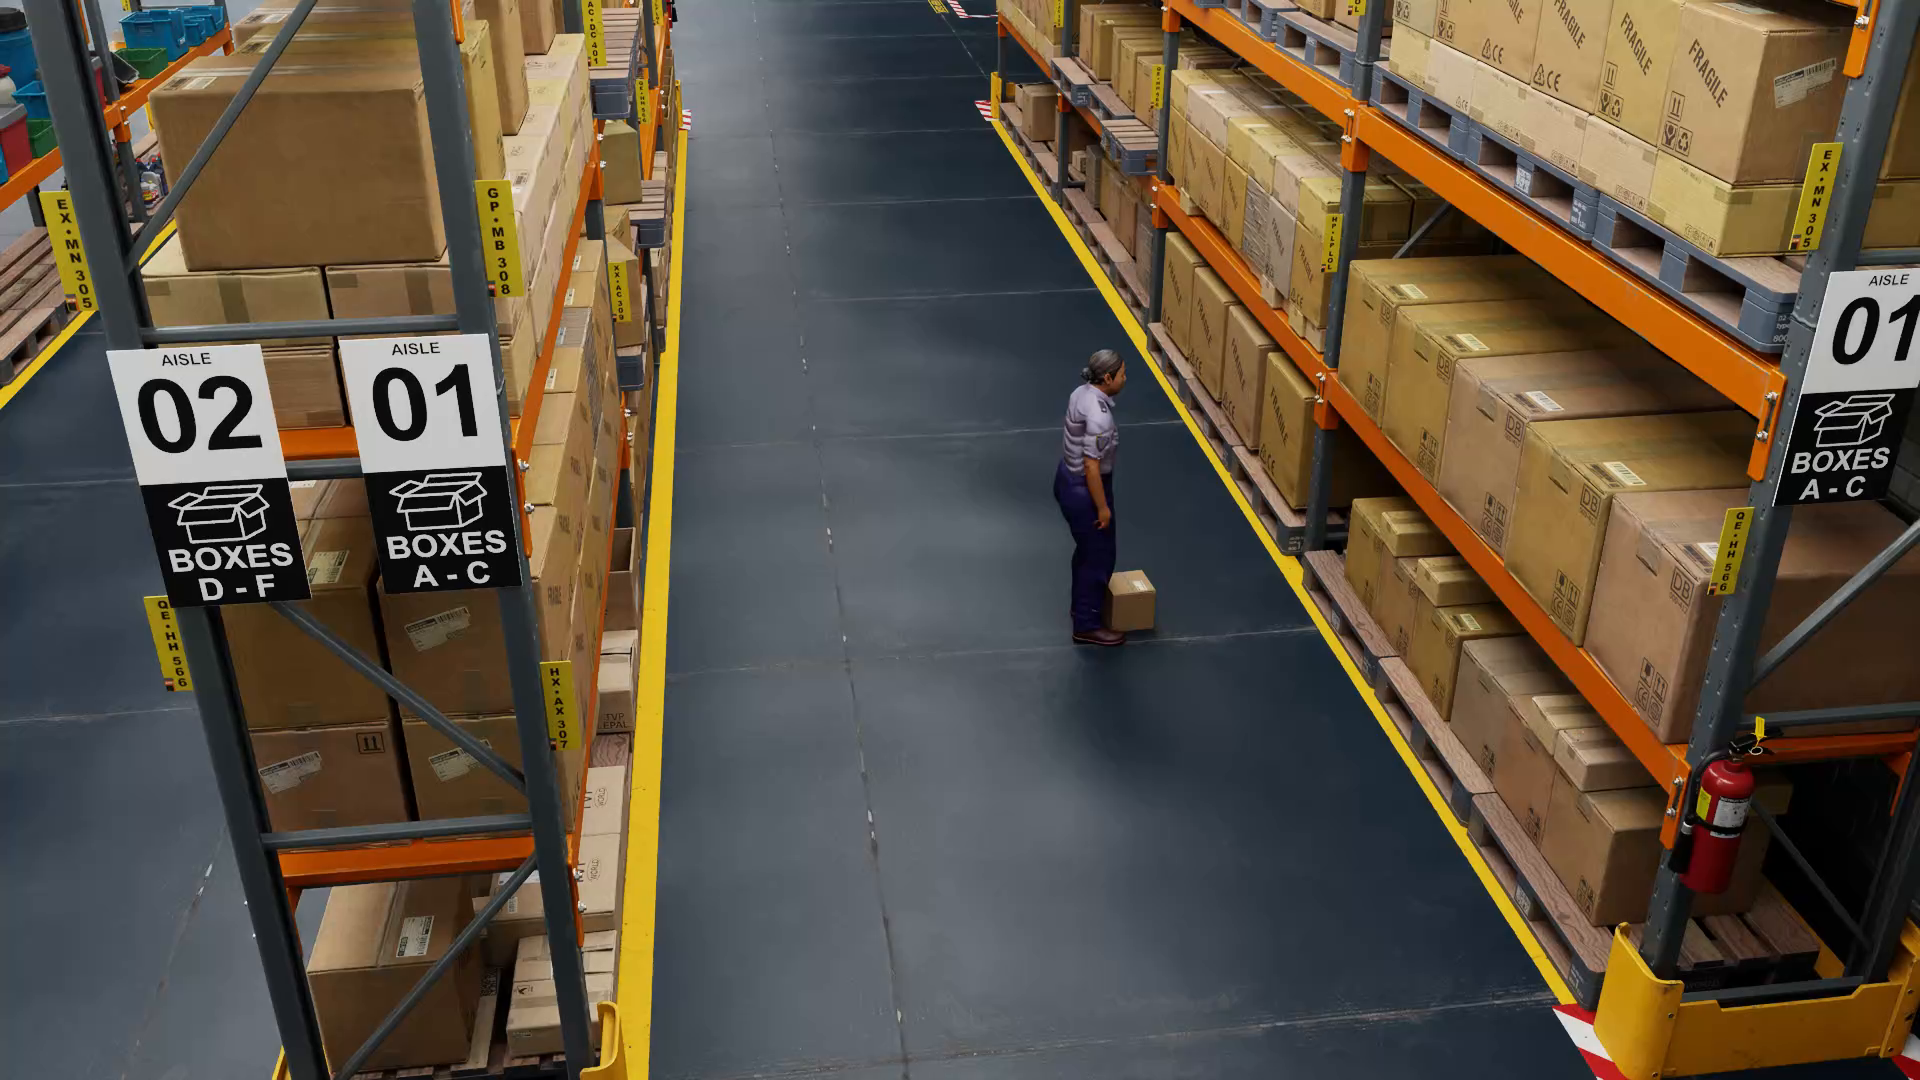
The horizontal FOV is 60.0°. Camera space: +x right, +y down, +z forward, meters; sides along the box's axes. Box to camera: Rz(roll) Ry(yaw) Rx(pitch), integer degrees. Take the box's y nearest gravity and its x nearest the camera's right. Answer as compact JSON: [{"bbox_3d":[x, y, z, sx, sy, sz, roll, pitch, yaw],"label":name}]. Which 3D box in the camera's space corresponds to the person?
[{"bbox_3d":[0.737,-0.255,9.120,0.419,1.651,0.537,-4,28,-7],"label":"person"}]
